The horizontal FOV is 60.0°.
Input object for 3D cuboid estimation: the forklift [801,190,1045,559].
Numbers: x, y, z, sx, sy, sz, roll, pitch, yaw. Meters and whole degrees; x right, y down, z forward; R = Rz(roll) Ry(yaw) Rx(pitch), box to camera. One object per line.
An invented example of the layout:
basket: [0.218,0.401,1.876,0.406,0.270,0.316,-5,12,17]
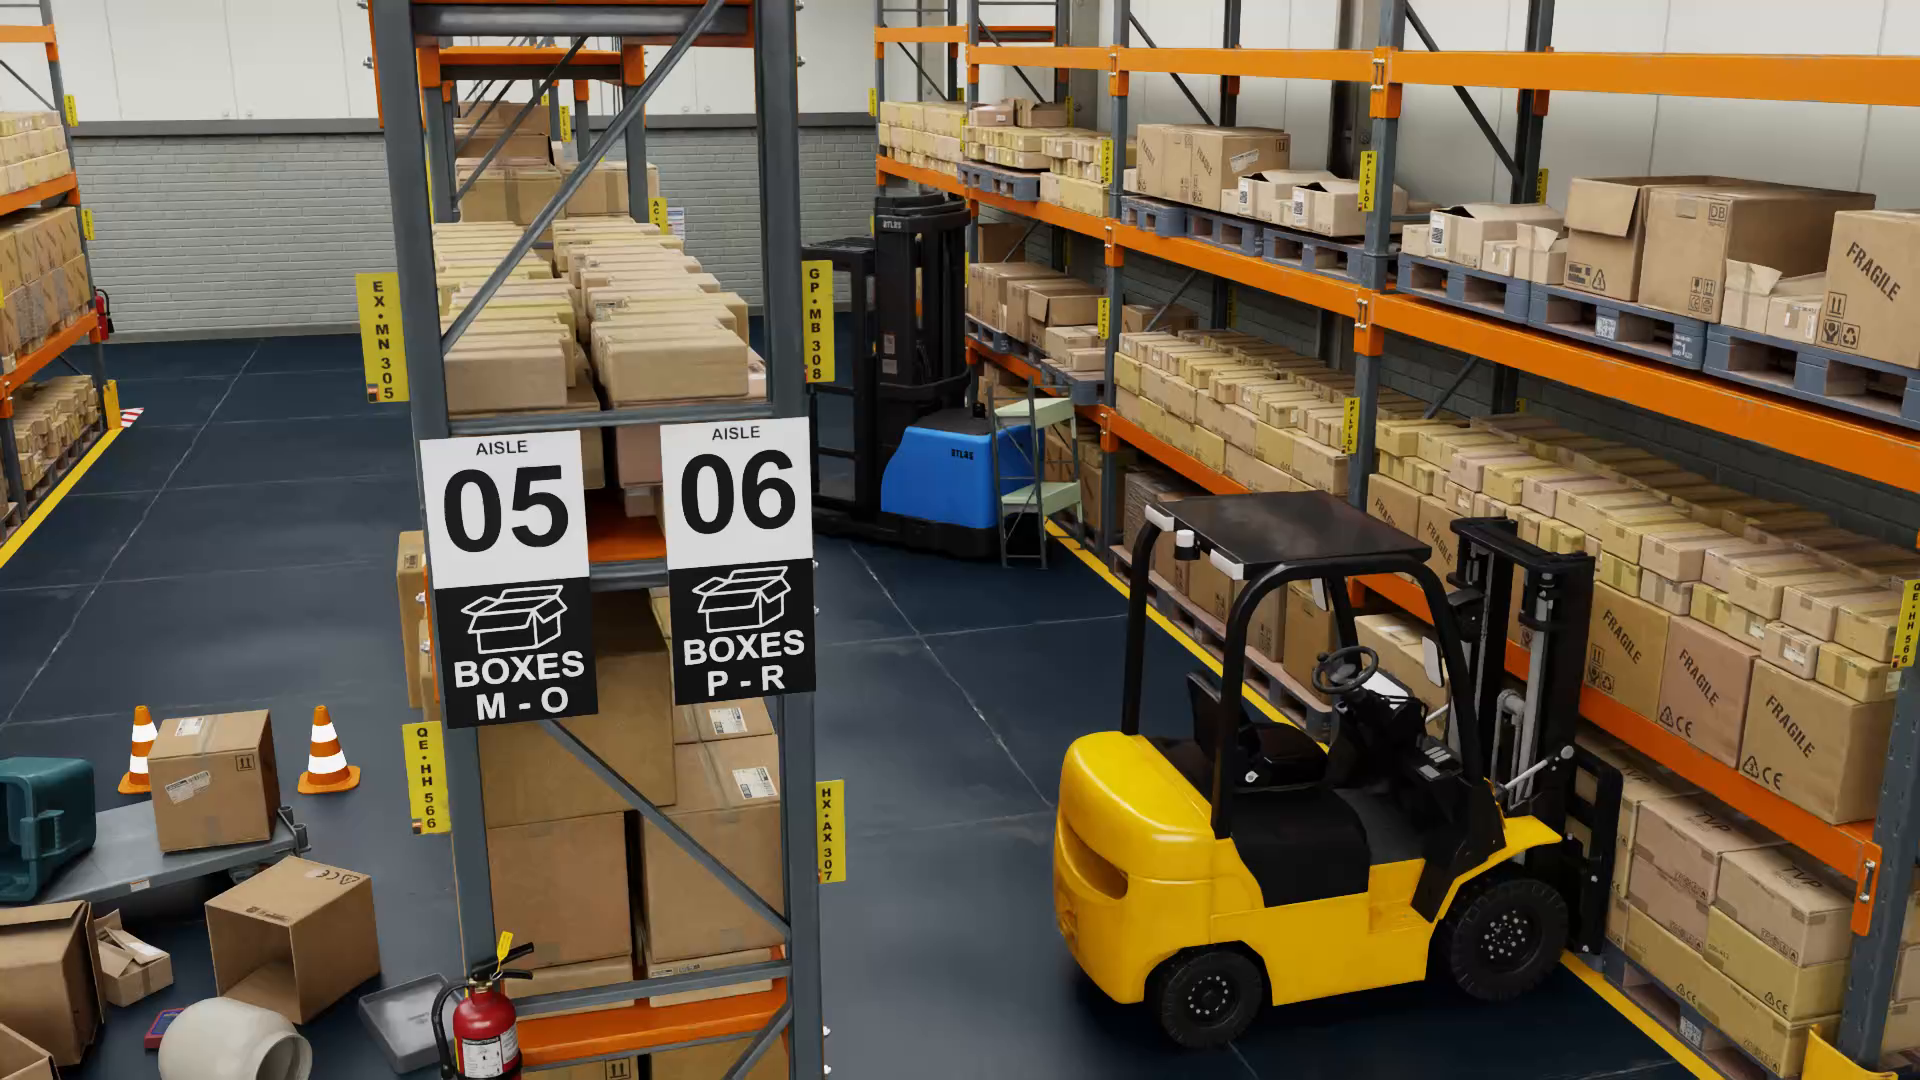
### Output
forklift: [-0.771,-1.550,14.519,3.031,2.935,1.130,11,20,32]

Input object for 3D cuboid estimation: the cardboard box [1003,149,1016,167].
cardboard box: [0.609,-3.495,15.193,0.380,0.149,0.250,-4,17,-14]

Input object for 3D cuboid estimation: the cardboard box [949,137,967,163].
cardboard box: [0.191,-4.018,17.145,0.500,0.250,0.500,-5,17,-15]

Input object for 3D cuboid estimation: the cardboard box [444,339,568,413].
cardboard box: [-1.286,-0.453,4.582,0.380,0.149,0.250,-5,17,-15]

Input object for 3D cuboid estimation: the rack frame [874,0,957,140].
rack frame: [-0.535,-6.377,20.039,1.000,3.000,0.127,-5,17,-15]

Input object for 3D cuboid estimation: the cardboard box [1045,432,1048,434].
cardboard box: [0.907,-0.821,15.586,0.500,0.500,0.500,-5,18,-17]

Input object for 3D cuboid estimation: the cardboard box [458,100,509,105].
cardboard box: [-4.896,-4.274,17.176,0.500,0.500,0.500,-4,17,-14]

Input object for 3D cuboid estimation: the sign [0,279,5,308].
sign: [-8.406,-2.184,14.496,0.100,0.325,0.005,-5,17,-15]

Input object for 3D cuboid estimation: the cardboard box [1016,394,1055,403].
cardboard box: [0.761,-1.304,16.068,0.380,0.149,0.250,-5,17,-15]

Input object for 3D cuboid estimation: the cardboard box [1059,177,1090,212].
cardboard box: [1.151,-2.917,13.997,0.500,0.250,0.500,-5,17,-15]

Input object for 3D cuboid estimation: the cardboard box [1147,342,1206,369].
cardboard box: [1.638,-1.395,12.581,0.380,0.149,0.250,-4,17,-14]

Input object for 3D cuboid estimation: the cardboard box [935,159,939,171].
cardboard box: [-0.056,-4.077,18.034,0.380,0.149,0.250,-4,17,-13]

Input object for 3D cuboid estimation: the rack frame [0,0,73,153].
rack frame: [-10.038,-5.564,17.333,1.000,3.000,0.127,-5,17,-15]

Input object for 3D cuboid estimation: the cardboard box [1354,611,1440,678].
cardboard box: [2.595,0.611,9.515,0.500,0.250,0.500,-5,17,-16]

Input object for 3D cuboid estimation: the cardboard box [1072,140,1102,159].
cardboard box: [1.163,-3.285,14.011,0.380,0.149,0.250,-5,17,-16]

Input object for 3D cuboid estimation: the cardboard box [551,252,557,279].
cardboard box: [-1.628,-1.197,7.752,0.500,0.250,0.500,-5,17,-16]

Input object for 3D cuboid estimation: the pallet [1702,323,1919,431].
pallet: [3.693,-0.670,6.408,1.003,0.211,1.213,-5,17,-15]

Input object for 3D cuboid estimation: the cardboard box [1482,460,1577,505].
cardboard box: [2.872,-0.290,8.384,0.380,0.149,0.250,-5,17,-16]

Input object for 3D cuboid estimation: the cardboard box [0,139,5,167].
cardboard box: [-8.972,-3.479,14.998,0.500,0.250,0.500,-5,17,-15]

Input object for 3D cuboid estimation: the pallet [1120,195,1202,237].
pallet: [1.936,-2.456,12.530,1.213,0.211,1.003,-4,17,-13]

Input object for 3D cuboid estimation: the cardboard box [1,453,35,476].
cardboard box: [-8.730,-0.688,15.238,0.380,0.149,0.250,-4,17,-13]

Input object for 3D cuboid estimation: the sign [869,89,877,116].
sign: [-1.056,-5.316,20.202,0.100,0.325,0.005,-5,17,-15]

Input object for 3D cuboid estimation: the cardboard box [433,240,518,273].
cardboard box: [-2.026,-1.158,6.930,0.380,0.149,0.250,-5,17,-16]

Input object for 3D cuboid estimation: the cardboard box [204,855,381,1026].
cardboard box: [-3.022,1.809,7.557,0.500,0.500,0.500,7,18,23]

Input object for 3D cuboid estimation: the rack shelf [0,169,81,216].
rack shelf: [-9.488,-3.230,16.027,1.077,0.370,4.000,-5,17,-15]

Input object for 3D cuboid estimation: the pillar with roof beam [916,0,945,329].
pillar with roof beam: [-4.548,-6.854,21.626,9.100,9.000,0.400,-5,17,-15]

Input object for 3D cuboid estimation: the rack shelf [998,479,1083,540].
rack shelf: [0.669,-0.258,13.801,0.431,0.370,0.720,1,13,30]

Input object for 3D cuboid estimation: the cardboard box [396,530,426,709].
cardboard box: [-1.630,0.249,5.981,0.700,0.500,0.500,-5,17,-16]

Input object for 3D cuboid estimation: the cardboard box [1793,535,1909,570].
cardboard box: [3.796,0.095,7.105,0.380,0.149,0.250,-5,17,-15]

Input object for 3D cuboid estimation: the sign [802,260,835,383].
sign: [-0.387,-0.583,4.444,0.100,0.325,0.005,-5,17,-15]

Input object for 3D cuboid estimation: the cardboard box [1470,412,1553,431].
cardboard box: [3.142,-0.621,9.487,0.380,0.149,0.250,-5,17,-15]

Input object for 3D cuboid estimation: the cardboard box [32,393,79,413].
cardboard box: [-9.304,-1.403,17.100,0.380,0.149,0.250,-4,17,-13]

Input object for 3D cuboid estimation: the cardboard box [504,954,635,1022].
cardboard box: [-1.217,1.349,5.183,0.380,0.149,0.250,-4,17,-13]

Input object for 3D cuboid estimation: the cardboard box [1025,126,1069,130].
cardboard box: [0.851,-3.962,16.230,0.380,0.149,0.250,-5,17,-15]

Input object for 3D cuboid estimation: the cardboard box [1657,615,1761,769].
cardboard box: [3.341,0.614,7.019,0.500,0.500,0.500,-4,17,-14]

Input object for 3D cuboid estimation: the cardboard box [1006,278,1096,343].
cardboard box: [0.841,-2.134,15.440,0.700,0.500,0.500,-5,17,-16]

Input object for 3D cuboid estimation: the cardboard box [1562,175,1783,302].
cardboard box: [3.197,-1.372,7.509,0.797,0.503,0.637,-4,17,-13]

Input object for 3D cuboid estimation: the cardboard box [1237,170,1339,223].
cardboard box: [2.119,-2.221,10.668,0.500,0.311,0.500,-5,18,-17]

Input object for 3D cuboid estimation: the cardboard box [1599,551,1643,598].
cardboard box: [3.122,0.137,7.481,0.380,0.149,0.250,-5,17,-15]

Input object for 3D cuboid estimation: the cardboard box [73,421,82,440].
cardboard box: [-9.324,-1.122,17.198,0.380,0.149,0.250,-6,18,-18]

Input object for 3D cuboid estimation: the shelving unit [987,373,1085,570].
shelving unit: [0.641,-0.577,13.738,0.431,1.500,0.755,1,13,30]

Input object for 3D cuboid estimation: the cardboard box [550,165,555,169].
cardboard box: [-3.543,-3.018,13.749,0.380,0.166,0.250,-3,17,-11]

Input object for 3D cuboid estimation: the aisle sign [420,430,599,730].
aisle sign: [-1.171,0.110,4.351,0.394,0.787,0.004,-5,17,-15]

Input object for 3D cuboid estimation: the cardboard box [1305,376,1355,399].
cardboard box: [2.573,-1.014,11.312,0.380,0.149,0.250,-5,17,-16]

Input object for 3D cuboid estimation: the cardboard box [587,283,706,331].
cardboard box: [-1.062,-0.776,5.658,0.380,0.149,0.250,-5,17,-16]

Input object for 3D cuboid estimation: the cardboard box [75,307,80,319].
cardboard box: [-9.644,-2.431,17.768,0.380,0.149,0.250,-5,17,-15]

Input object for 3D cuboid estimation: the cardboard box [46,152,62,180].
cardboard box: [-9.511,-3.810,16.969,0.500,0.250,0.500,-5,17,-15]

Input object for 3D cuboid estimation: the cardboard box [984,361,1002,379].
cardboard box: [0.466,-1.739,16.998,0.380,0.149,0.250,-5,17,-16]

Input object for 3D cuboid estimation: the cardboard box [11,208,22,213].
cardboard box: [-10.170,-3.215,17.512,0.500,0.500,0.500,-5,17,-16]

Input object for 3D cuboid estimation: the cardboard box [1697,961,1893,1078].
cardboard box: [3.430,1.933,6.853,0.500,0.250,0.500,-5,17,-15]

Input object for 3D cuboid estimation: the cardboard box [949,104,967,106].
cardboard box: [0.150,-4.864,19.091,0.500,0.250,0.500,-5,17,-15]

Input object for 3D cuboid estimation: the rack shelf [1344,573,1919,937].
rack shelf: [3.313,0.713,8.114,1.077,0.370,4.000,-5,17,-15]

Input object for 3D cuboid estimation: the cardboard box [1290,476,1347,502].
cardboard box: [2.373,-0.231,10.269,0.500,0.250,0.500,-4,17,-14]

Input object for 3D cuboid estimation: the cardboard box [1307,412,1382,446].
cardboard box: [2.368,-0.690,10.233,0.380,0.149,0.250,-5,17,-16]
